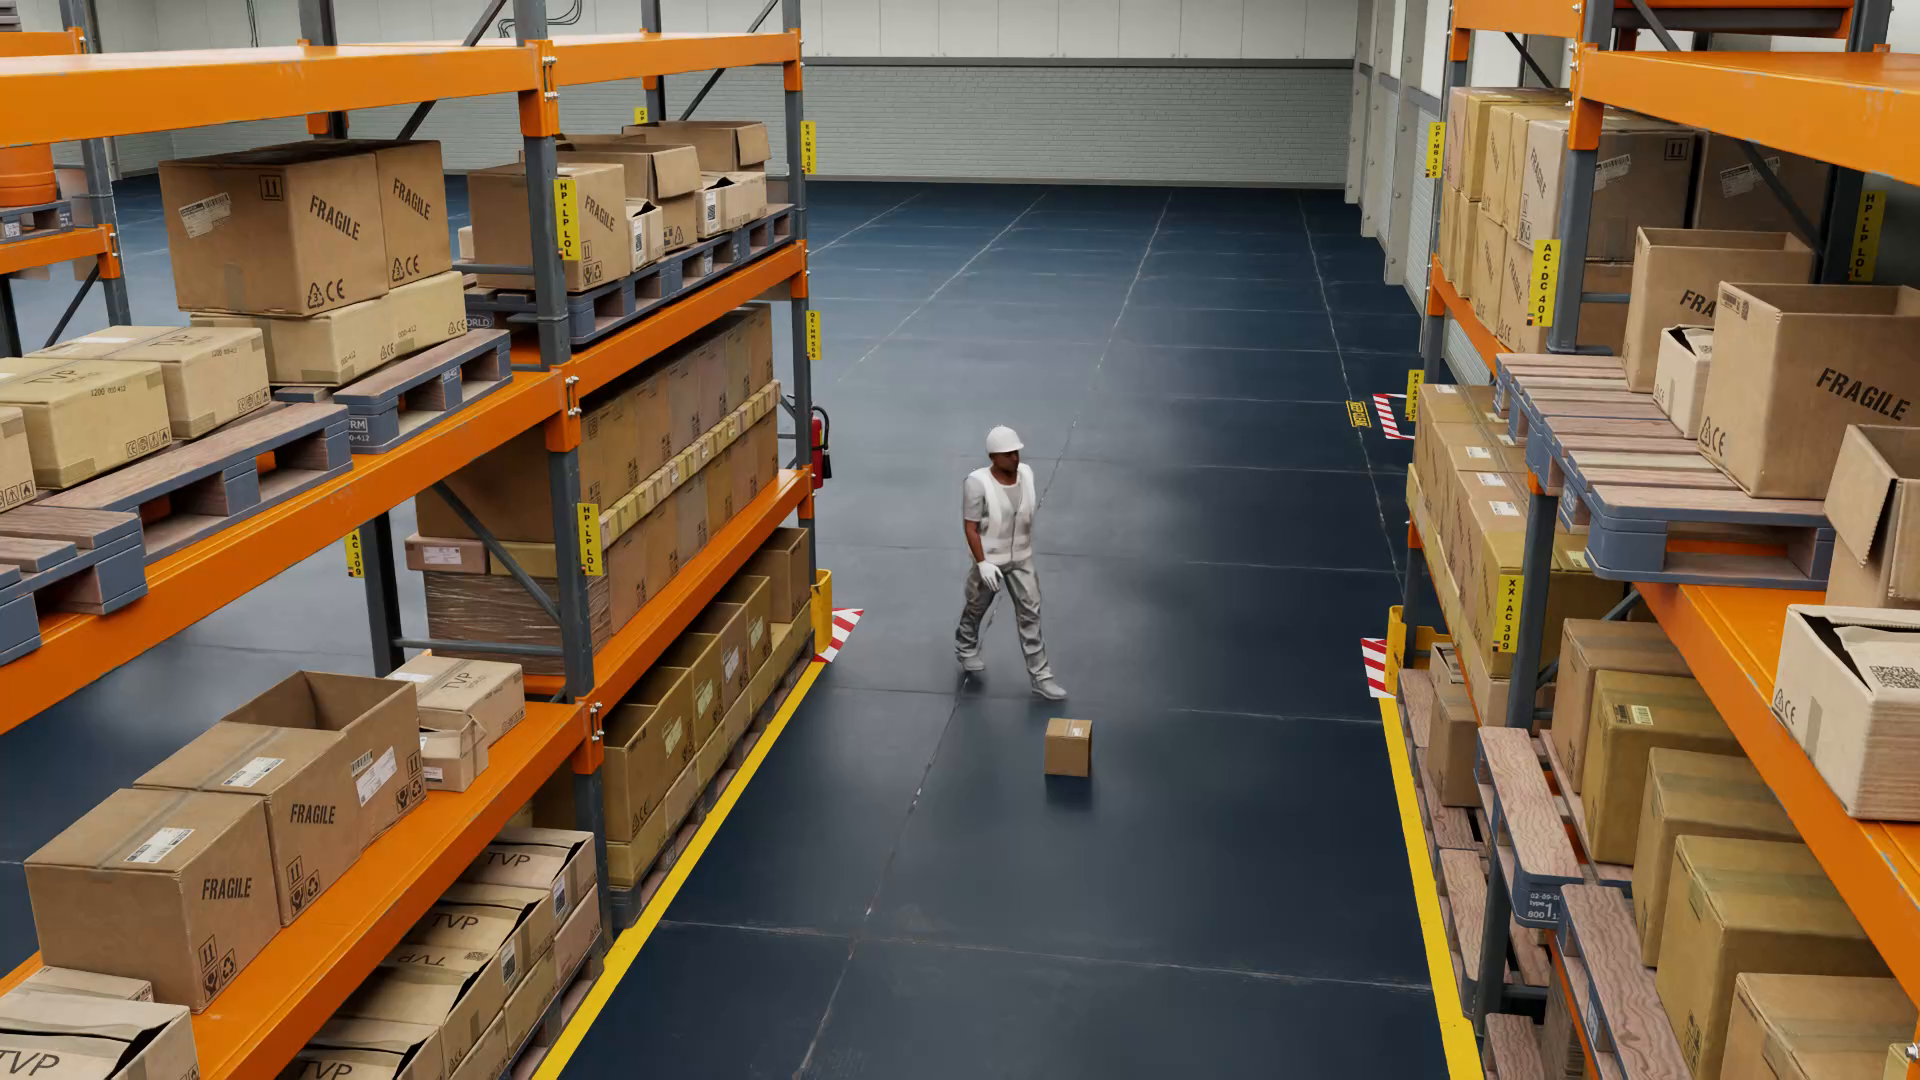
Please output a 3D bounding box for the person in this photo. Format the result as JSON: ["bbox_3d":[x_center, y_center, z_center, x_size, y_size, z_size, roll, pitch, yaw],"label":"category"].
[{"bbox_3d":[0.278,0.112,10.607,0.558,1.731,0.977,-9,20,-25],"label":"person"}]
